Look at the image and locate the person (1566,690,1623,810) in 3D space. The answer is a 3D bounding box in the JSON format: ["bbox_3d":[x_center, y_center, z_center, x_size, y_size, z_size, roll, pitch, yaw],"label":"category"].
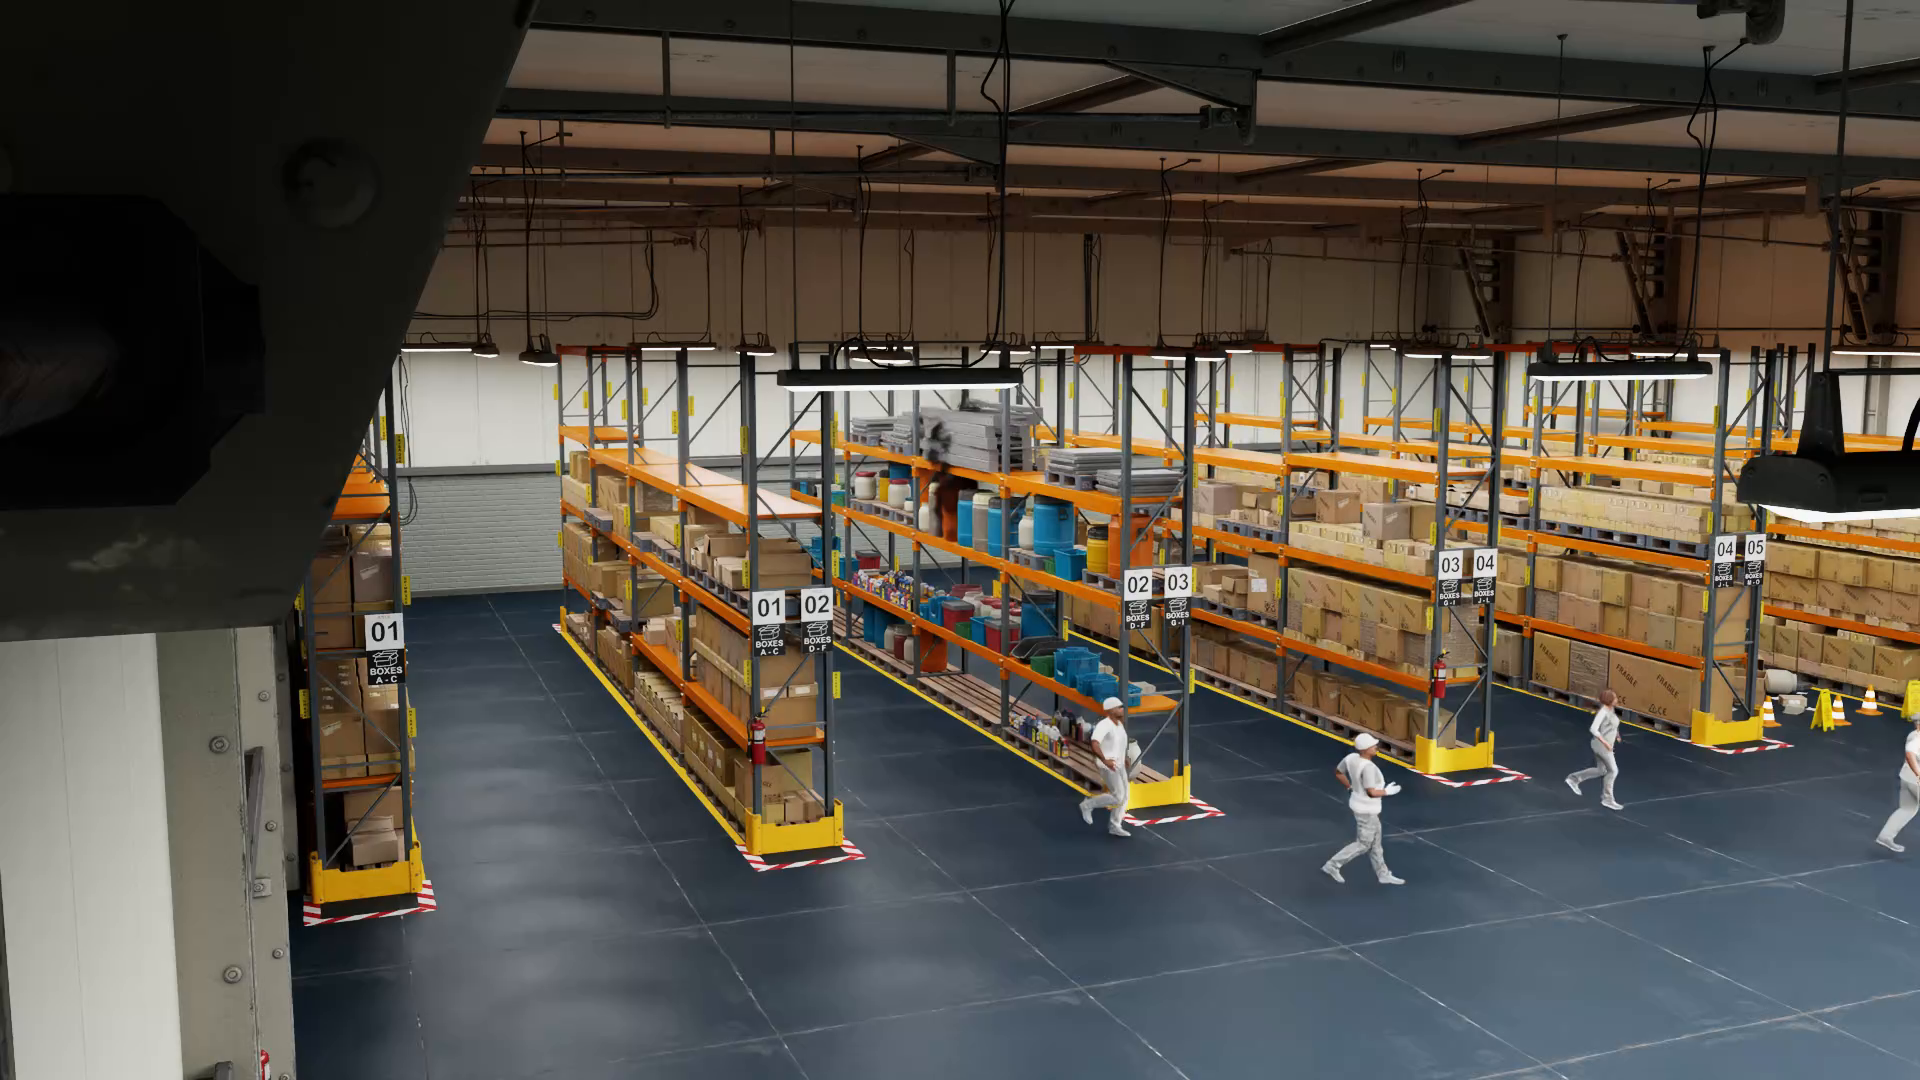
[{"bbox_3d":[8.445,2.764,22.070,0.734,1.578,0.536,4,8,27],"label":"person"}]

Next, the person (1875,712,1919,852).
[{"bbox_3d":[11.481,2.946,19.914,0.786,1.850,0.642,1,7,8],"label":"person"}]

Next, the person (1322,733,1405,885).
[{"bbox_3d":[4.571,3.046,18.742,0.982,1.775,0.681,0,7,-3],"label":"person"}]

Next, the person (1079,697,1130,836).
[{"bbox_3d":[1.915,2.832,20.992,0.687,1.698,0.743,4,8,26],"label":"person"}]
